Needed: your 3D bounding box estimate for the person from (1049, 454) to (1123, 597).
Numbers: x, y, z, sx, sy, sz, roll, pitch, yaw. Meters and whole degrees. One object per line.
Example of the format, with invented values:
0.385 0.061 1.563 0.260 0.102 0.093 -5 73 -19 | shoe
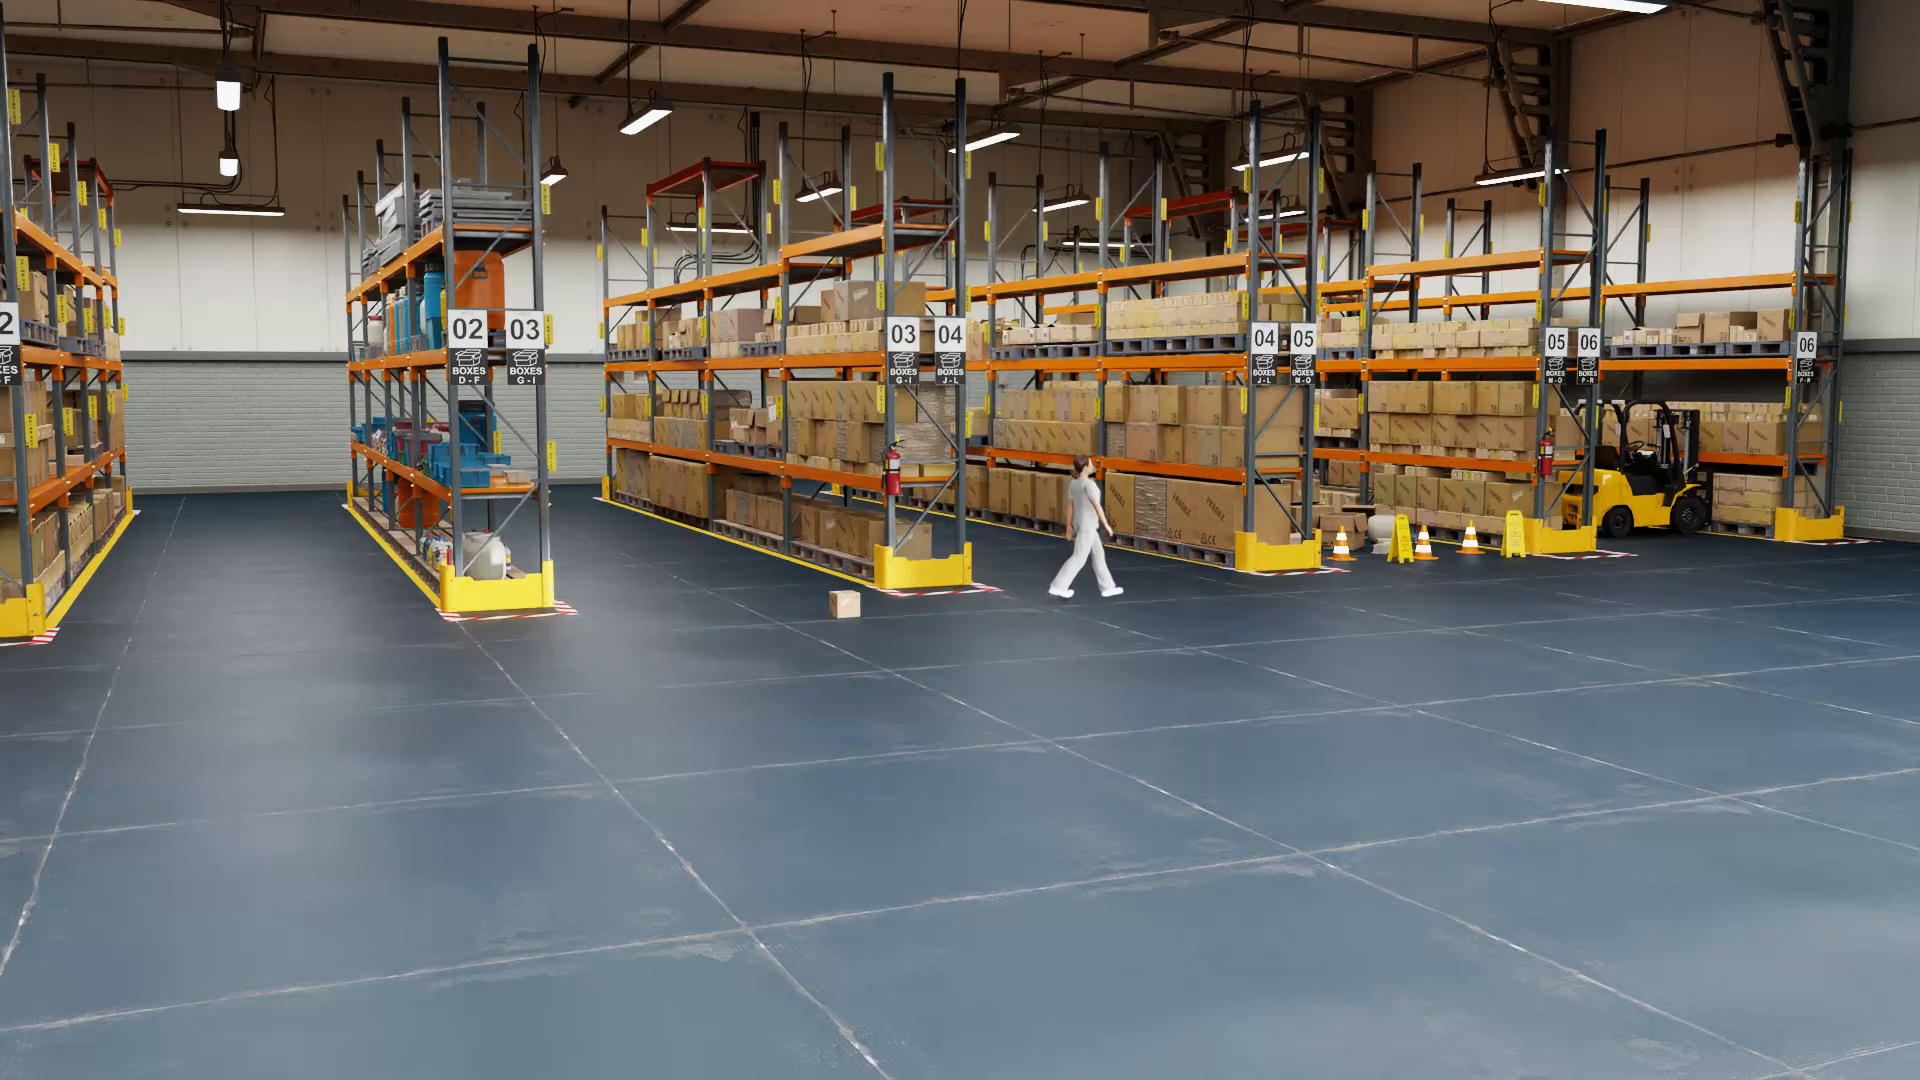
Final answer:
1.436 -0.152 18.570 1.020 1.622 0.460 -3 6 -25 | person
